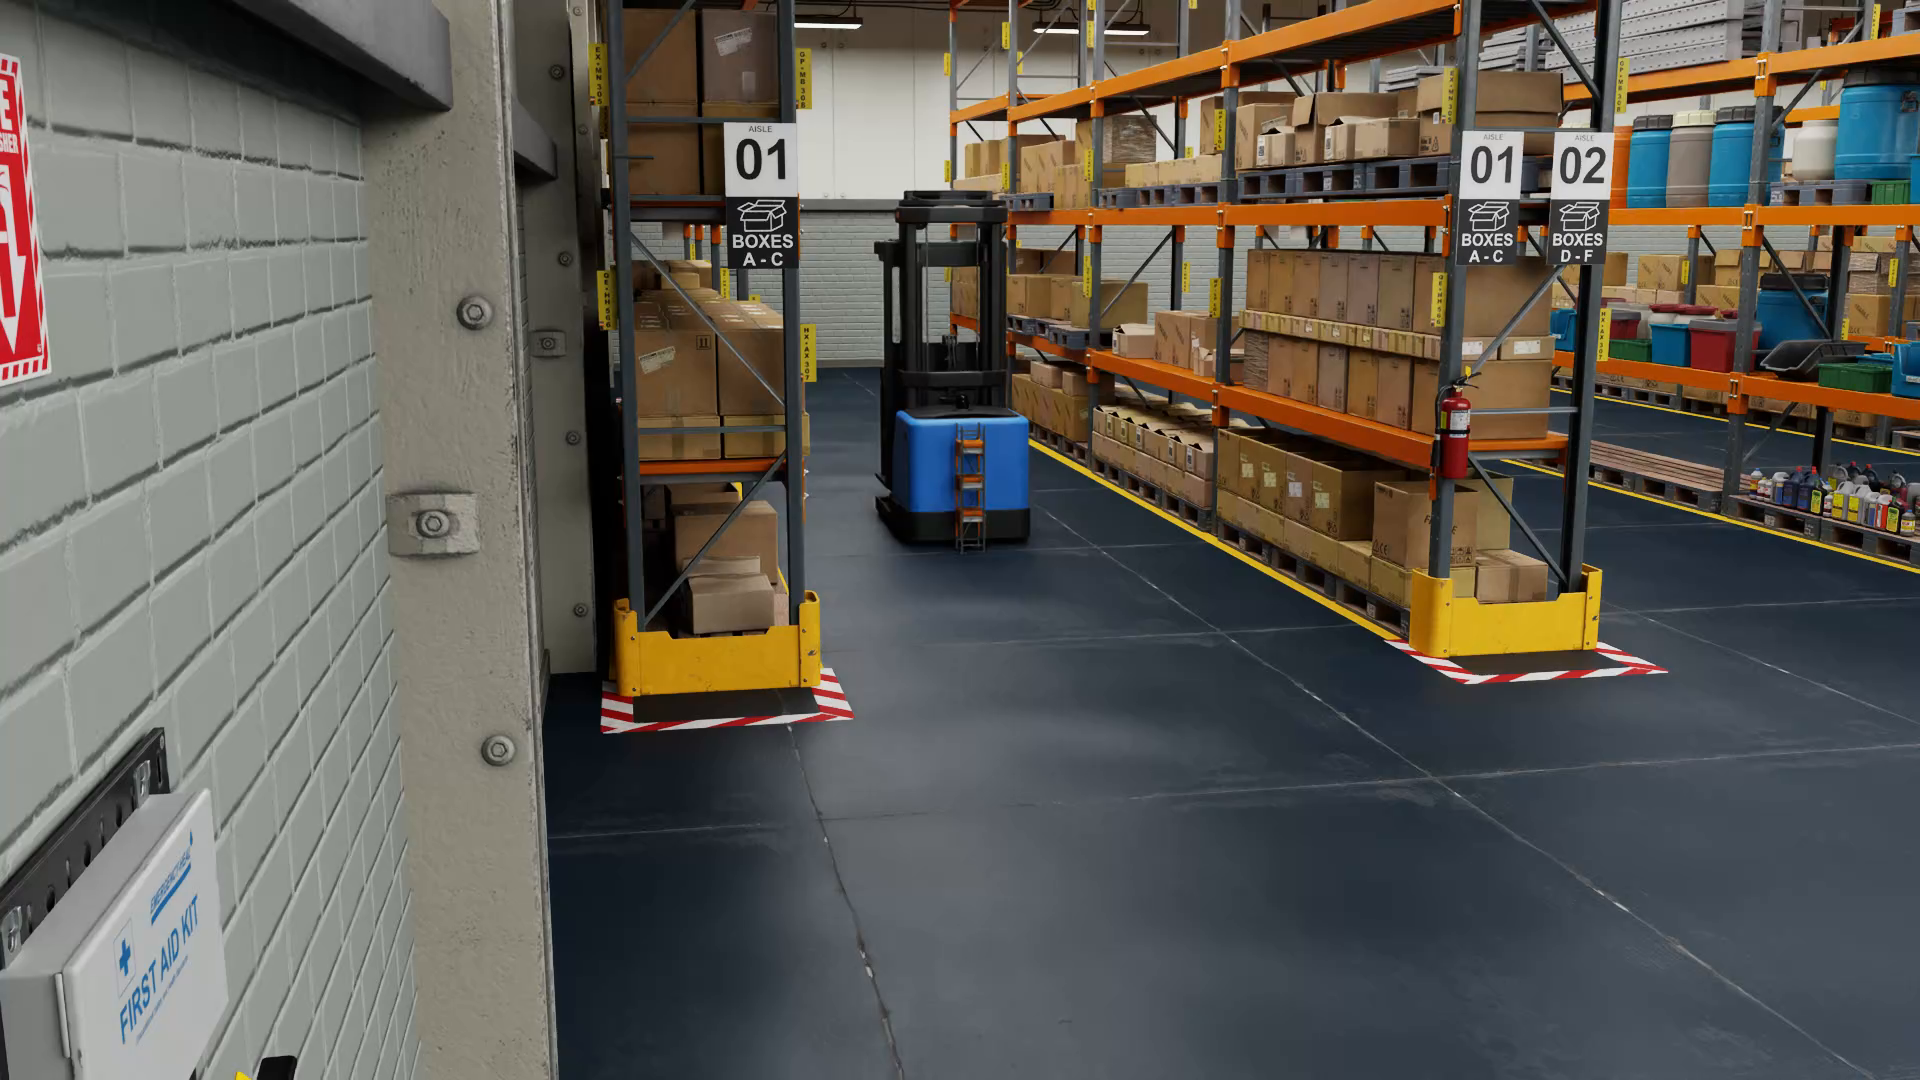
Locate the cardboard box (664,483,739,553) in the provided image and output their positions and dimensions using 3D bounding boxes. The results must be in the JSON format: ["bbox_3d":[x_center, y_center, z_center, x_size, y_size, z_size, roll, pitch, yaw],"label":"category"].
[{"bbox_3d":[-1.936,-0.149,12.464,0.500,0.500,0.500,-3,11,-15],"label":"cardboard box"}]

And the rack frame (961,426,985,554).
[{"bbox_3d":[0.107,-0.403,13.504,0.200,1.050,0.008,-2,11,-10],"label":"rack frame"}]

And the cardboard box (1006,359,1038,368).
[{"bbox_3d":[0.755,-2.332,23.924,0.797,0.503,0.637,-2,11,-11],"label":"cardboard box"}]

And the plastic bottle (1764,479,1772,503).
[{"bbox_3d":[7.212,-0.439,14.790,0.097,0.201,0.097,0,11,0],"label":"plastic bottle"}]

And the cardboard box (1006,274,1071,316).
[{"bbox_3d":[0.998,-3.158,21.375,0.700,0.500,0.500,-6,12,-30],"label":"cardboard box"}]

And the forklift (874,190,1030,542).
[{"bbox_3d":[-0.175,-1.653,15.045,1.130,2.935,3.031,-2,11,-10],"label":"forklift"}]

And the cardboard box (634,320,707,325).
[{"bbox_3d":[-1.788,-1.092,10.252,0.500,0.500,0.500,-2,11,-10],"label":"cardboard box"}]

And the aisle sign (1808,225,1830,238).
[{"bbox_3d":[14.642,-5.532,28.286,0.394,0.787,0.004,-2,11,-11],"label":"aisle sign"}]

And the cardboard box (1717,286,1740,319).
[{"bbox_3d":[10.786,-3.221,22.827,0.500,0.500,0.500,-2,11,-11],"label":"cardboard box"}]

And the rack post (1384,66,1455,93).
[{"bbox_3d":[6.118,-5.931,21.494,0.937,0.300,0.954,-2,11,-12],"label":"rack post"}]

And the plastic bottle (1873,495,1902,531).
[{"bbox_3d":[7.509,-0.222,13.450,0.152,0.276,0.135,-2,11,-11],"label":"plastic bottle"}]

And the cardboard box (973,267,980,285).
[{"bbox_3d":[0.476,-3.900,23.722,0.500,0.500,0.500,-2,11,-12],"label":"cardboard box"}]

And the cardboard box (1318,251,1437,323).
[{"bbox_3d":[3.067,-1.859,12.206,0.700,0.500,0.500,-2,11,-11],"label":"cardboard box"}]

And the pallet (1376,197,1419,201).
[{"bbox_3d":[6.233,-4.417,21.866,1.213,0.211,1.003,-2,11,-11],"label":"pallet"}]

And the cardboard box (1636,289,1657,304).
[{"bbox_3d":[10.397,-3.596,24.671,0.500,0.250,0.500,-2,11,-9],"label":"cardboard box"}]

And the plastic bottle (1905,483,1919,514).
[{"bbox_3d":[8.077,-0.356,14.151,0.152,0.276,0.135,-2,11,-10],"label":"plastic bottle"}]

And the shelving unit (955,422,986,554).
[{"bbox_3d":[0.085,-0.425,13.622,0.215,1.050,0.252,-2,11,-10],"label":"shelving unit"}]

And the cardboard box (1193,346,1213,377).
[{"bbox_3d":[2.330,-1.619,15.038,0.396,0.266,0.258,-2,11,-12],"label":"cardboard box"}]

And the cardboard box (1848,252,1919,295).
[{"bbox_3d":[11.495,-3.300,20.562,0.797,0.503,0.637,-2,11,-9],"label":"cardboard box"}]

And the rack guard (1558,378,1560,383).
[{"bbox_3d":[10.061,-2.867,27.923,1.175,0.500,0.348,-2,11,-11],"label":"rack guard"}]

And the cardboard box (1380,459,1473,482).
[{"bbox_3d":[3.364,-0.310,12.027,0.500,0.500,0.500,-2,11,-11],"label":"cardboard box"}]

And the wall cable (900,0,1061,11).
[{"bbox_3d":[0.429,-10.949,30.285,3.097,2.526,0.112,-2,11,-11],"label":"wall cable"}]

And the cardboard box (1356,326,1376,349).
[{"bbox_3d":[2.998,-1.417,11.615,0.380,0.149,0.250,-2,11,-9],"label":"cardboard box"}]

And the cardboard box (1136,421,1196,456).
[{"bbox_3d":[2.025,-1.004,16.181,0.500,0.311,0.500,-2,11,-12],"label":"cardboard box"}]

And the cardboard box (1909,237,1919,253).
[{"bbox_3d":[15.180,-4.471,25.926,0.500,0.500,0.500,-2,11,-10],"label":"cardboard box"}]

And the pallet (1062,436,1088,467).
[{"bbox_3d":[1.795,-1.032,19.056,1.003,0.211,1.213,-2,11,-11],"label":"pallet"}]

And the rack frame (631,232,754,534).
[{"bbox_3d":[-2.177,-1.349,13.264,1.000,3.000,0.127,-2,11,-11],"label":"rack frame"}]

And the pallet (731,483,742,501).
[{"bbox_3d":[-2.571,-0.346,15.452,1.003,0.211,1.213,-2,11,-11],"label":"pallet"}]

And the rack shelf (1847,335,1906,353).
[{"bbox_3d":[11.232,-2.637,21.952,1.077,0.370,4.000,-2,11,-11],"label":"rack shelf"}]

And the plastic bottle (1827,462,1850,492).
[{"bbox_3d":[7.807,-0.512,14.770,0.144,0.351,0.185,-2,11,-11],"label":"plastic bottle"}]

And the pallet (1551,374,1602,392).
[{"bbox_3d":[10.298,-2.577,27.171,1.003,0.211,1.213,-2,11,-11],"label":"pallet"}]

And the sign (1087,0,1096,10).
[{"bbox_3d":[1.373,-5.687,17.299,0.100,0.325,0.005,-2,11,-11],"label":"sign"}]

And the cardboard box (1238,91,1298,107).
[{"bbox_3d":[2.600,-3.619,14.440,0.500,0.500,0.500,-2,11,-10],"label":"cardboard box"}]

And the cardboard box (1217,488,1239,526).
[{"bbox_3d":[2.474,-0.290,13.927,0.500,0.250,0.500,-2,11,-11],"label":"cardboard box"}]

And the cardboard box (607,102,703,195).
[{"bbox_3d":[-1.729,-2.216,9.471,0.500,0.500,0.500,-1,11,-7],"label":"cardboard box"}]

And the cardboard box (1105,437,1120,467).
[{"bbox_3d":[1.816,-0.920,17.241,0.500,0.250,0.500,-2,11,-13],"label":"cardboard box"}]

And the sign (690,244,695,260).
[{"bbox_3d":[-3.976,-4.253,24.787,0.100,0.325,0.005,-2,11,-11],"label":"sign"}]

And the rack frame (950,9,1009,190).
[{"bbox_3d":[0.347,-6.678,25.216,1.000,3.000,0.127,-2,11,-11],"label":"rack frame"}]

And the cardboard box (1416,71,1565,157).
[{"bbox_3d":[3.352,-2.701,10.571,0.797,0.503,0.637,-1,11,-7],"label":"cardboard box"}]

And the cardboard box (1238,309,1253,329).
[{"bbox_3d":[2.544,-1.842,13.848,0.380,0.149,0.250,-2,11,-11],"label":"cardboard box"}]

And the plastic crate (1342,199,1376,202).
[{"bbox_3d":[5.606,-4.613,22.955,0.450,0.188,0.662,-2,11,-11],"label":"plastic crate"}]

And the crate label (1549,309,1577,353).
[{"bbox_3d":[6.691,-2.269,17.999,0.502,0.435,0.616,-2,11,-11],"label":"crate label"}]

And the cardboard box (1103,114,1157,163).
[{"bbox_3d":[1.825,-4.358,18.106,0.500,0.500,0.500,-2,11,-11],"label":"cardboard box"}]

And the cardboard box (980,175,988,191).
[{"bbox_3d":[0.576,-4.906,22.991,0.500,0.250,0.500,-2,11,-11],"label":"cardboard box"}]

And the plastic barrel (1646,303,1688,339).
[{"bbox_3d":[7.343,-2.174,17.232,0.433,0.535,0.433,0,11,0],"label":"plastic barrel"}]

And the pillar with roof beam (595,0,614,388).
[{"bbox_3d":[-1.662,-7.118,27.525,9.100,9.000,0.548,-2,11,-11],"label":"pillar with roof beam"}]

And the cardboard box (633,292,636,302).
[{"bbox_3d":[-3.306,-2.365,17.484,0.500,0.500,0.500,-2,11,-11],"label":"cardboard box"}]

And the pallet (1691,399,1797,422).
[{"bbox_3d":[11.067,-1.848,23.343,1.003,0.211,1.213,-2,11,-11],"label":"pallet"}]

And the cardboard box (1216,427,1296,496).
[{"bbox_3d":[2.464,-0.658,13.855,0.500,0.500,0.500,-2,11,-11],"label":"cardboard box"}]

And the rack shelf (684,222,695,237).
[{"bbox_3d":[-4.122,-4.304,22.687,1.077,0.370,4.000,-2,11,-11],"label":"rack shelf"}]

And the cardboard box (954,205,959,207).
[{"bbox_3d":[0.198,-5.027,24.967,0.500,0.250,0.500,-2,11,-11],"label":"cardboard box"}]

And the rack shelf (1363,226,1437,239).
[{"bbox_3d":[6.374,-3.930,20.725,1.077,0.370,4.000,-2,11,-11],"label":"rack shelf"}]

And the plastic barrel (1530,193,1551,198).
[{"bbox_3d":[6.523,-3.904,18.362,0.421,0.512,0.421,0,11,0],"label":"plastic barrel"}]

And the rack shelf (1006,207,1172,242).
[{"bbox_3d":[1.514,-3.751,19.782,1.077,0.370,4.000,-2,11,-11],"label":"rack shelf"}]

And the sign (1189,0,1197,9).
[{"bbox_3d":[2.447,-5.768,17.515,0.100,0.325,0.005,-2,11,-11],"label":"sign"}]

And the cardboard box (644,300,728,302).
[{"bbox_3d":[-2.243,-1.709,13.710,0.700,0.500,0.500,-2,11,-11],"label":"cardboard box"}]

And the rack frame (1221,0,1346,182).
[{"bbox_3d":[2.681,-4.477,13.653,1.000,3.000,0.127,-2,11,-11],"label":"rack frame"}]
